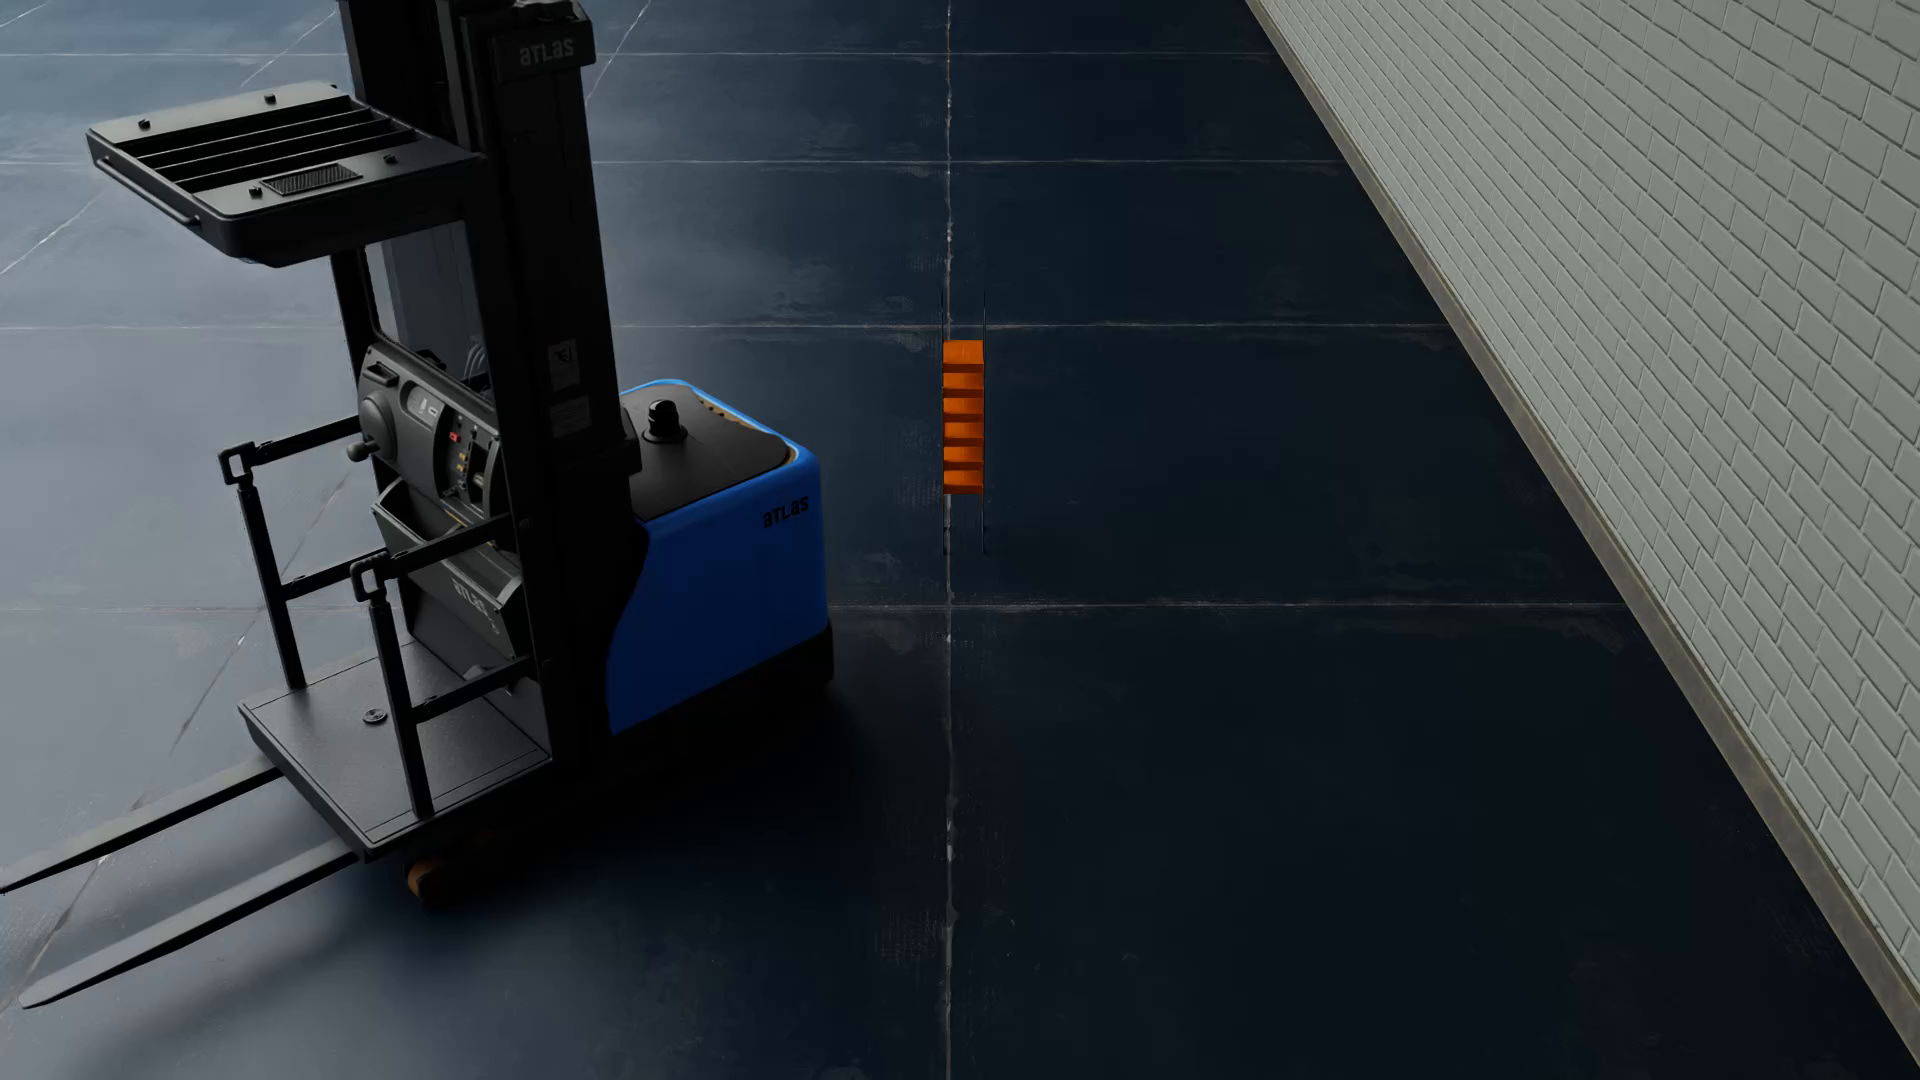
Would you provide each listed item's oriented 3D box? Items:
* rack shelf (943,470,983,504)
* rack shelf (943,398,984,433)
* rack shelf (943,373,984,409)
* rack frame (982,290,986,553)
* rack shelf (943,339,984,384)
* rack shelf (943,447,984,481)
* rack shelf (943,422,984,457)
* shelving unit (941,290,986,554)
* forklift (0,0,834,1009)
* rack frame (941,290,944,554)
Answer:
[{"bbox_3d":[0.014,-0.270,7.586,0.180,0.103,0.258,0,31,0],"label":"rack shelf"},{"bbox_3d":[0.014,-0.578,7.400,0.180,0.103,0.258,0,31,0],"label":"rack shelf"},{"bbox_3d":[0.014,-0.680,7.337,0.180,0.103,0.258,0,31,0],"label":"rack shelf"},{"bbox_3d":[0.106,-0.513,7.439,0.006,1.200,0.240,0,31,0],"label":"rack frame"},{"bbox_3d":[0.014,-0.783,7.275,0.180,0.103,0.258,0,31,0],"label":"rack shelf"},{"bbox_3d":[0.014,-0.372,7.524,0.180,0.103,0.258,0,31,0],"label":"rack shelf"},{"bbox_3d":[0.014,-0.475,7.462,0.180,0.103,0.258,0,31,0],"label":"rack shelf"},{"bbox_3d":[0.014,-0.513,7.439,0.189,1.200,0.258,0,31,0],"label":"shelving unit"},{"bbox_3d":[-1.932,-0.314,5.442,3.031,2.935,1.130,-26,40,-36],"label":"forklift"},{"bbox_3d":[-0.077,-0.513,7.438,0.006,1.200,0.240,0,31,0],"label":"rack frame"}]
